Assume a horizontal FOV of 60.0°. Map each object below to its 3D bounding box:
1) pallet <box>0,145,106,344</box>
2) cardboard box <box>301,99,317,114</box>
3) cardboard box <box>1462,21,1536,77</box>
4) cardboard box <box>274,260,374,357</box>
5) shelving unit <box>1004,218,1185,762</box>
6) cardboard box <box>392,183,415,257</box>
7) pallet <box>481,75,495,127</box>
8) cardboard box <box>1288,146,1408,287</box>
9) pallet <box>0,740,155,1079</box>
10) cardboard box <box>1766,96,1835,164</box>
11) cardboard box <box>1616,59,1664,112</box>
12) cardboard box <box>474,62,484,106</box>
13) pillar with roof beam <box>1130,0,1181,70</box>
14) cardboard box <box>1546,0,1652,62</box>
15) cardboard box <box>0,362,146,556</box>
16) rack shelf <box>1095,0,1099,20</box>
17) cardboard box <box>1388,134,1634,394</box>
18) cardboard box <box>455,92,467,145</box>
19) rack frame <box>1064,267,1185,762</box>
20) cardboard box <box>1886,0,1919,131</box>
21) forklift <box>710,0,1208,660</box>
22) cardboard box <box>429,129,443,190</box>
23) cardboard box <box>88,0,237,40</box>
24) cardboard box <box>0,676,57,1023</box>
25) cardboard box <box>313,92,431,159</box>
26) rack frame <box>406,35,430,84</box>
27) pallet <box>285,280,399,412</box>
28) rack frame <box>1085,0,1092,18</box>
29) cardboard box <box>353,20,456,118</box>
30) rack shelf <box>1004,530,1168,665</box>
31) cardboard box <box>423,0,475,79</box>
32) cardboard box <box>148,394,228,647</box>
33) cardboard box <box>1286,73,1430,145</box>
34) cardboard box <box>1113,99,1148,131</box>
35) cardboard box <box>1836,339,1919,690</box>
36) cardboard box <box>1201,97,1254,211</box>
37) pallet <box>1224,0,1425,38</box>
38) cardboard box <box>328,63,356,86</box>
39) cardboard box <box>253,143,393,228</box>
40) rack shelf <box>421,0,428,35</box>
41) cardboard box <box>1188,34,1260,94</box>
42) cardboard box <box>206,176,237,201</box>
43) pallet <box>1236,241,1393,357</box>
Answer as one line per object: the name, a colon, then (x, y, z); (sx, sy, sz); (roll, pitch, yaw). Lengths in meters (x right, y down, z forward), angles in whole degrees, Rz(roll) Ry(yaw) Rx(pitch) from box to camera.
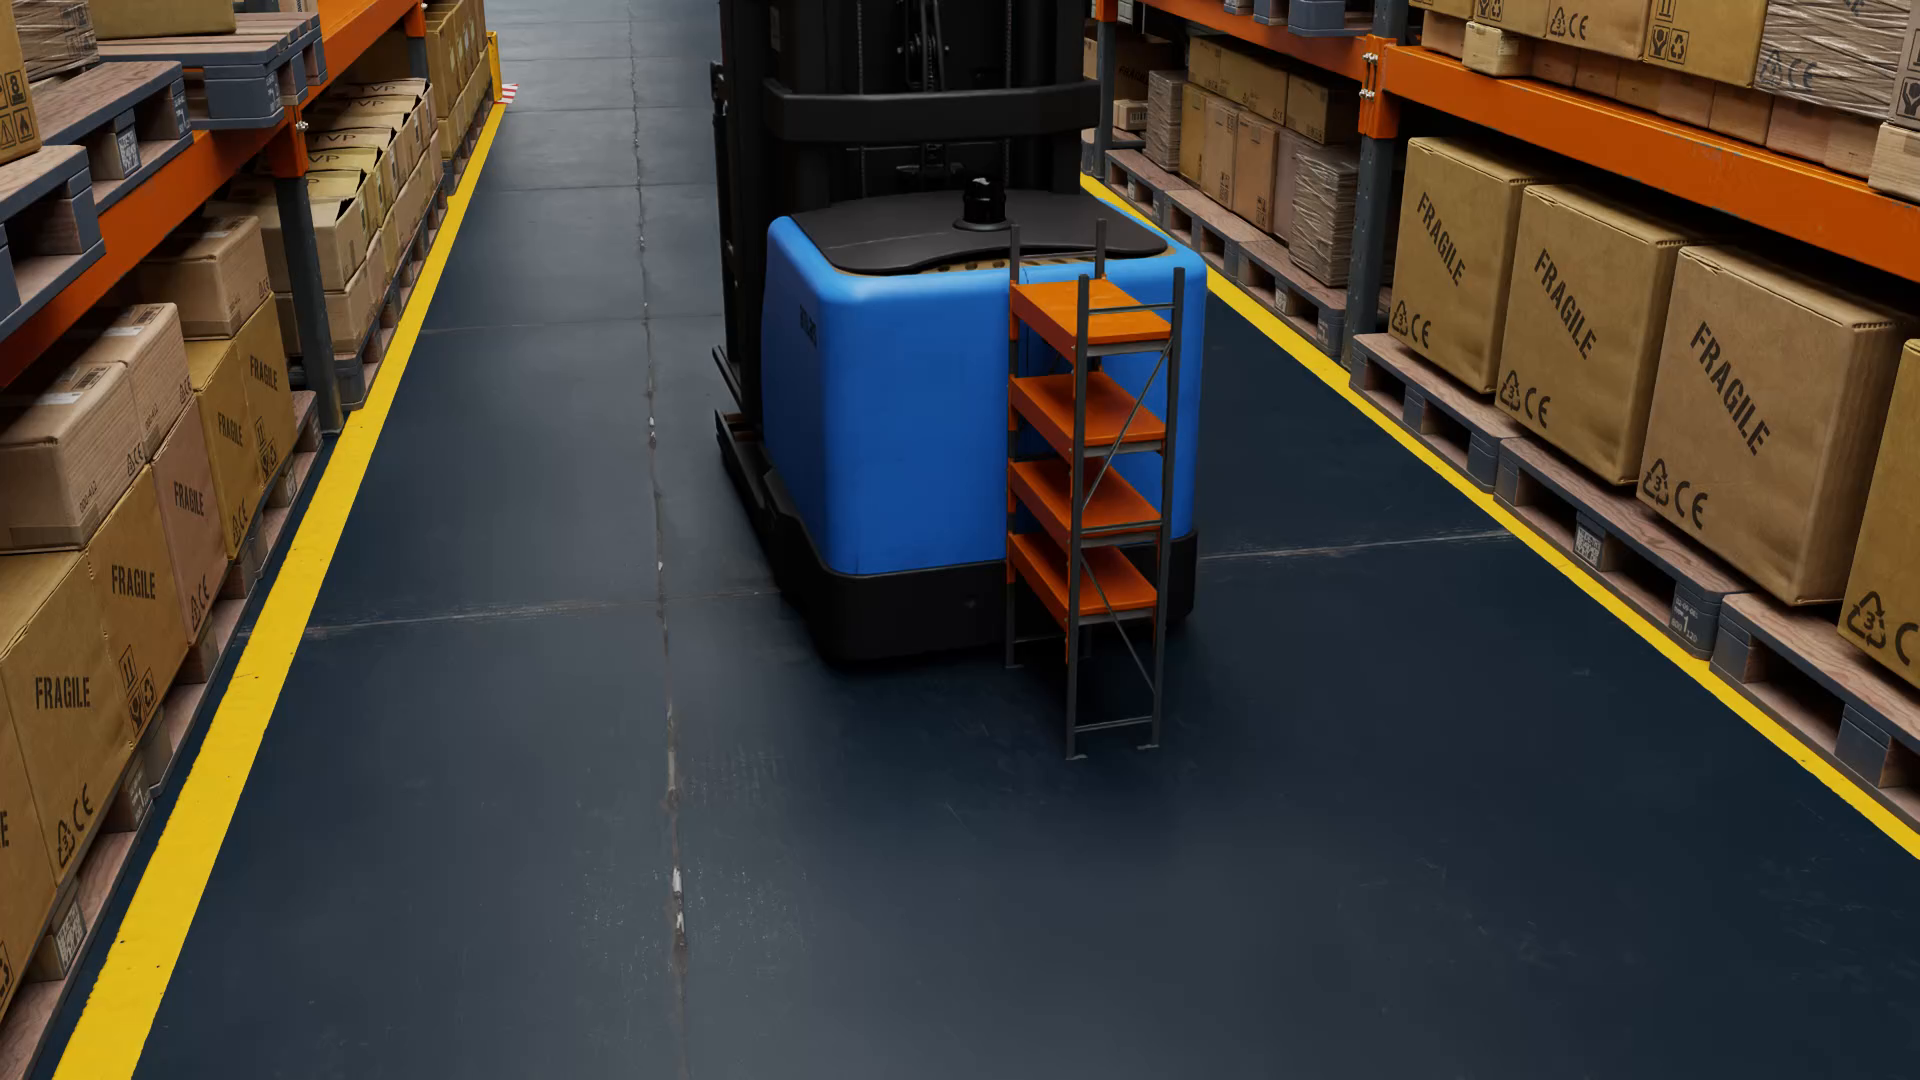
pallet: (-2.088, -0.405, 2.670); (1.003, 0.211, 1.213); (-4, 24, -10)
cardboard box: (-3.607, -2.129, 8.586); (0.500, 0.311, 0.500); (-5, 24, -10)
cardboard box: (1.918, -1.649, 5.567); (0.380, 0.149, 0.250); (-4, 24, -8)
cardboard box: (-2.595, -0.904, 6.483); (0.500, 0.250, 0.500); (-4, 24, -10)
shelving unit: (0.304, -0.122, 4.031); (0.258, 1.200, 0.503); (-6, 24, -14)
cardboard box: (-2.885, -1.508, 7.865); (0.500, 0.250, 0.500); (-4, 24, -9)
pallet: (-4.083, -3.315, 12.577); (1.003, 0.211, 1.213); (-4, 24, -10)
cardboard box: (1.897, -1.448, 7.390); (0.700, 0.500, 0.500); (-4, 24, -9)
pallet: (-2.235, 0.790, 3.177); (1.003, 0.211, 1.213); (-4, 24, -10)
cardboard box: (2.288, -1.048, 4.190); (0.380, 0.149, 0.250); (-5, 24, -11)
cardboard box: (2.179, -1.356, 4.895); (0.380, 0.149, 0.250); (-4, 24, -9)
cardboard box: (-3.678, -3.242, 11.836); (0.500, 0.250, 0.500); (-4, 24, -10)
pillar with roof beam: (-2.650, -7.478, 11.129); (9.100, 9.000, 0.400); (-4, 24, -10)
cardboard box: (2.098, -1.692, 4.854); (0.500, 0.500, 0.500); (-4, 24, -10)
cardboard box: (-2.082, -0.172, 3.533); (0.500, 0.250, 0.500); (-4, 24, -10)
rack shelf: (0.971, -4.143, 11.886); (1.077, 0.370, 4.000); (-4, 24, -10)
cardboard box: (2.088, -1.021, 6.000); (0.750, 0.750, 0.750); (-5, 24, -10)
cardboard box: (-3.402, -2.652, 10.485); (0.500, 0.250, 0.500); (-4, 24, -10)
rack frame: (0.370, -0.028, 3.816); (0.240, 1.200, 0.015); (-6, 24, -14)
cardboard box: (2.383, -1.093, 3.483); (0.500, 0.500, 0.500); (-4, 24, -9)
forklift: (-0.239, -1.592, 5.233); (1.130, 2.935, 3.031); (-6, 24, -14)
cardboard box: (-3.165, -2.108, 9.240); (0.500, 0.250, 0.500); (-5, 24, -10)
cardboard box: (-2.559, -1.743, 4.844); (0.700, 0.500, 0.500); (-13, 27, -27)
cardboard box: (-1.897, 0.565, 2.782); (0.500, 0.500, 0.500); (-5, 24, -12)
cardboard box: (-3.067, -2.165, 8.668); (0.500, 0.311, 0.500); (-4, 24, -8)
rack frame: (-3.526, -3.317, 9.098); (1.000, 3.000, 0.127); (-4, 24, -10)
pallet: (-2.901, -0.793, 6.802); (1.003, 0.211, 1.213); (-4, 24, -10)
rack frame: (0.602, -5.259, 13.543); (1.000, 3.000, 0.127); (-4, 24, -10)
cardboard box: (-3.304, -2.799, 9.885); (0.500, 0.500, 0.500); (-4, 24, -10)
rack shelf: (0.304, 0.121, 4.137); (0.258, 0.148, 0.480); (-6, 24, -14)
cardboard box: (-3.584, -3.389, 11.235); (0.500, 0.500, 0.500); (-4, 24, -10)
cardboard box: (-2.185, -0.040, 4.168); (0.500, 0.500, 0.500); (-5, 24, -12)
cardboard box: (1.853, -2.020, 7.764); (0.500, 0.250, 0.500); (-4, 24, -9)
cardboard box: (1.213, -2.797, 10.897); (0.380, 0.166, 0.250); (-8, 25, -17)
cardboard box: (2.573, 0.008, 3.646); (0.750, 0.750, 0.750); (-4, 24, -9)
cardboard box: (1.693, -2.050, 8.770); (0.700, 0.500, 0.500); (-4, 24, -9)
pallet: (1.844, -2.297, 7.001); (1.213, 0.211, 1.003); (-4, 24, -10)
cardboard box: (-3.908, -2.957, 10.247); (0.500, 0.500, 0.500); (-4, 24, -10)
cardboard box: (-2.792, -1.568, 7.302); (0.500, 0.311, 0.500); (-5, 24, -11)
rack shelf: (-3.896, -3.774, 11.043); (1.077, 0.370, 4.000); (-4, 24, -10)
cardboard box: (1.579, -2.624, 9.147); (0.500, 0.250, 0.500); (-5, 24, -11)
cardboard box: (-3.228, -1.325, 6.747); (0.500, 0.311, 0.500); (-5, 24, -11)
pallet: (1.938, -1.142, 7.601); (1.003, 0.211, 1.213); (-4, 24, -10)
